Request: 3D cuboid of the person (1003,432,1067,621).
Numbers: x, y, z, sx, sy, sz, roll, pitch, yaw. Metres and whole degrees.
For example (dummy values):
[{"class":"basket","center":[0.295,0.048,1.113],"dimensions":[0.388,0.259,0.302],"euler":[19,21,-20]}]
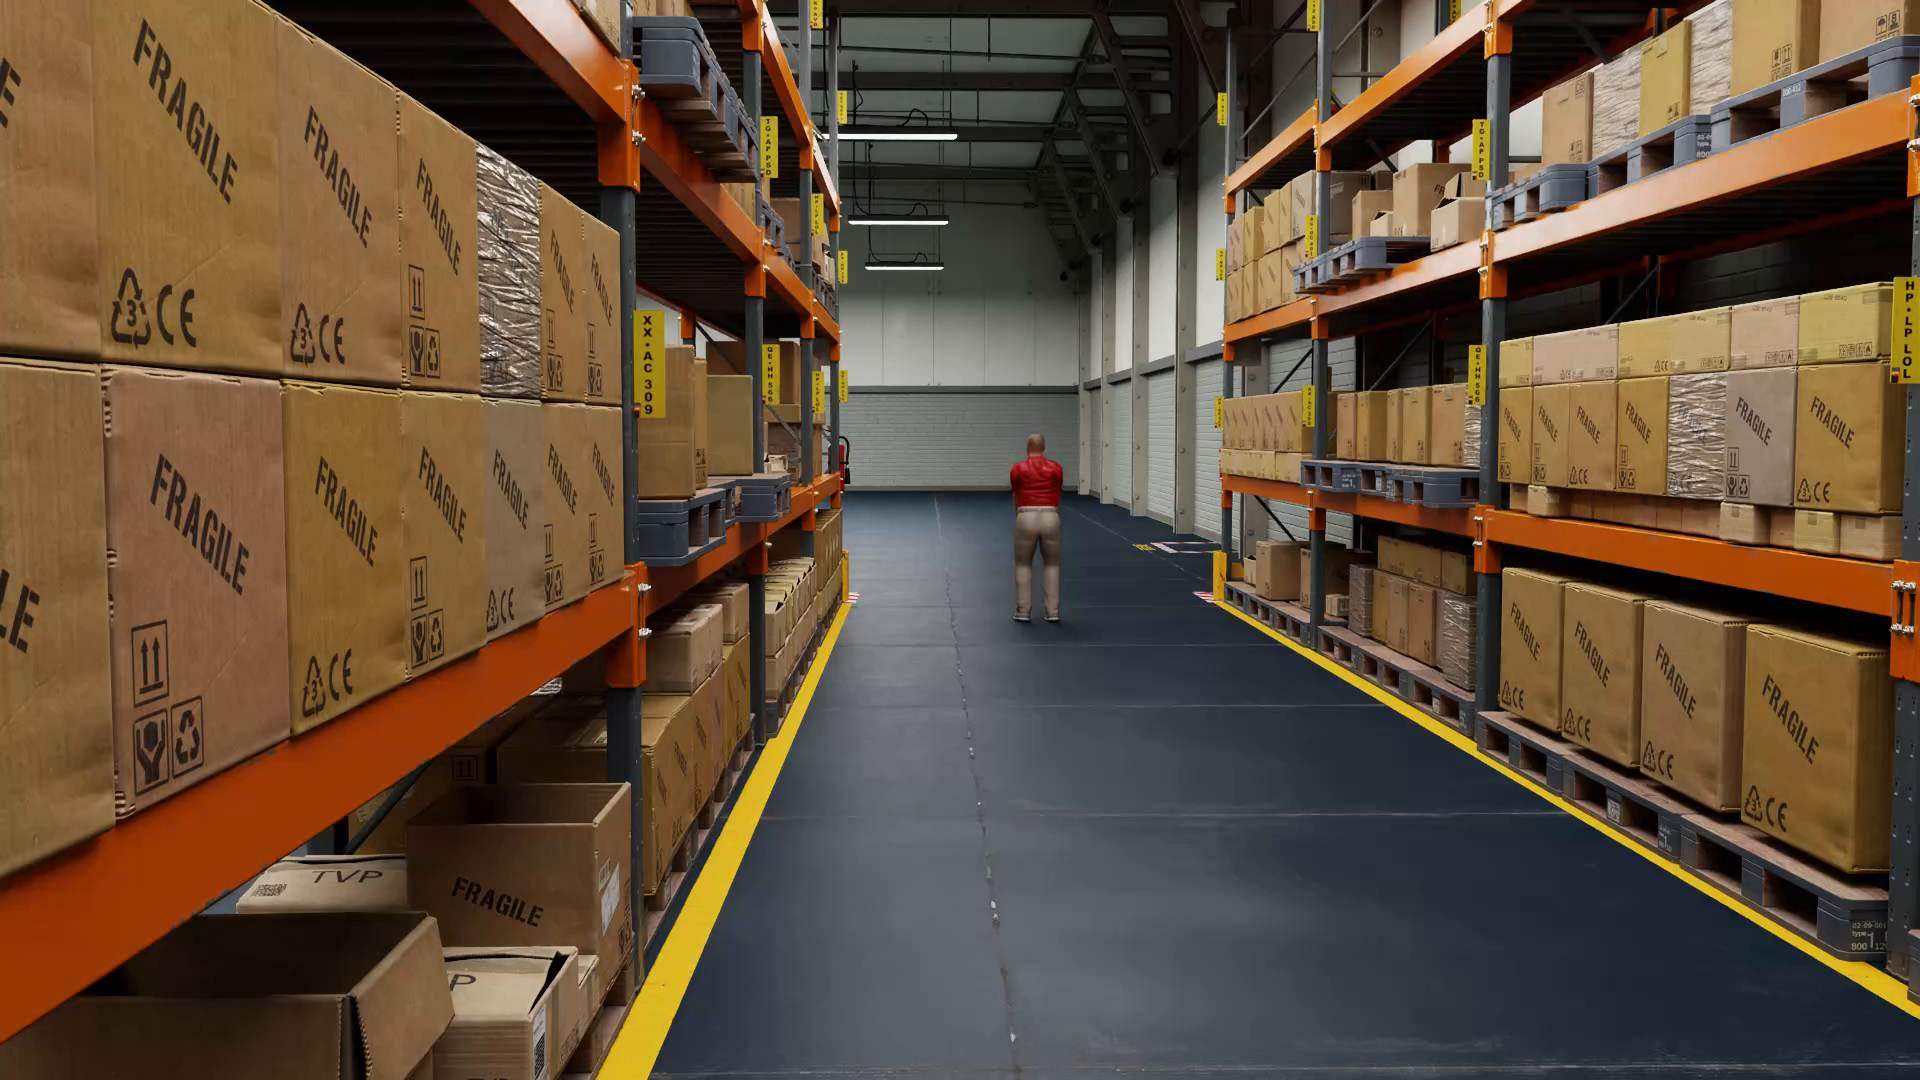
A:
[{"class":"person","center":[0.690,-0.121,15.203],"dimensions":[0.606,1.727,0.398],"euler":[0,4,-5]}]
